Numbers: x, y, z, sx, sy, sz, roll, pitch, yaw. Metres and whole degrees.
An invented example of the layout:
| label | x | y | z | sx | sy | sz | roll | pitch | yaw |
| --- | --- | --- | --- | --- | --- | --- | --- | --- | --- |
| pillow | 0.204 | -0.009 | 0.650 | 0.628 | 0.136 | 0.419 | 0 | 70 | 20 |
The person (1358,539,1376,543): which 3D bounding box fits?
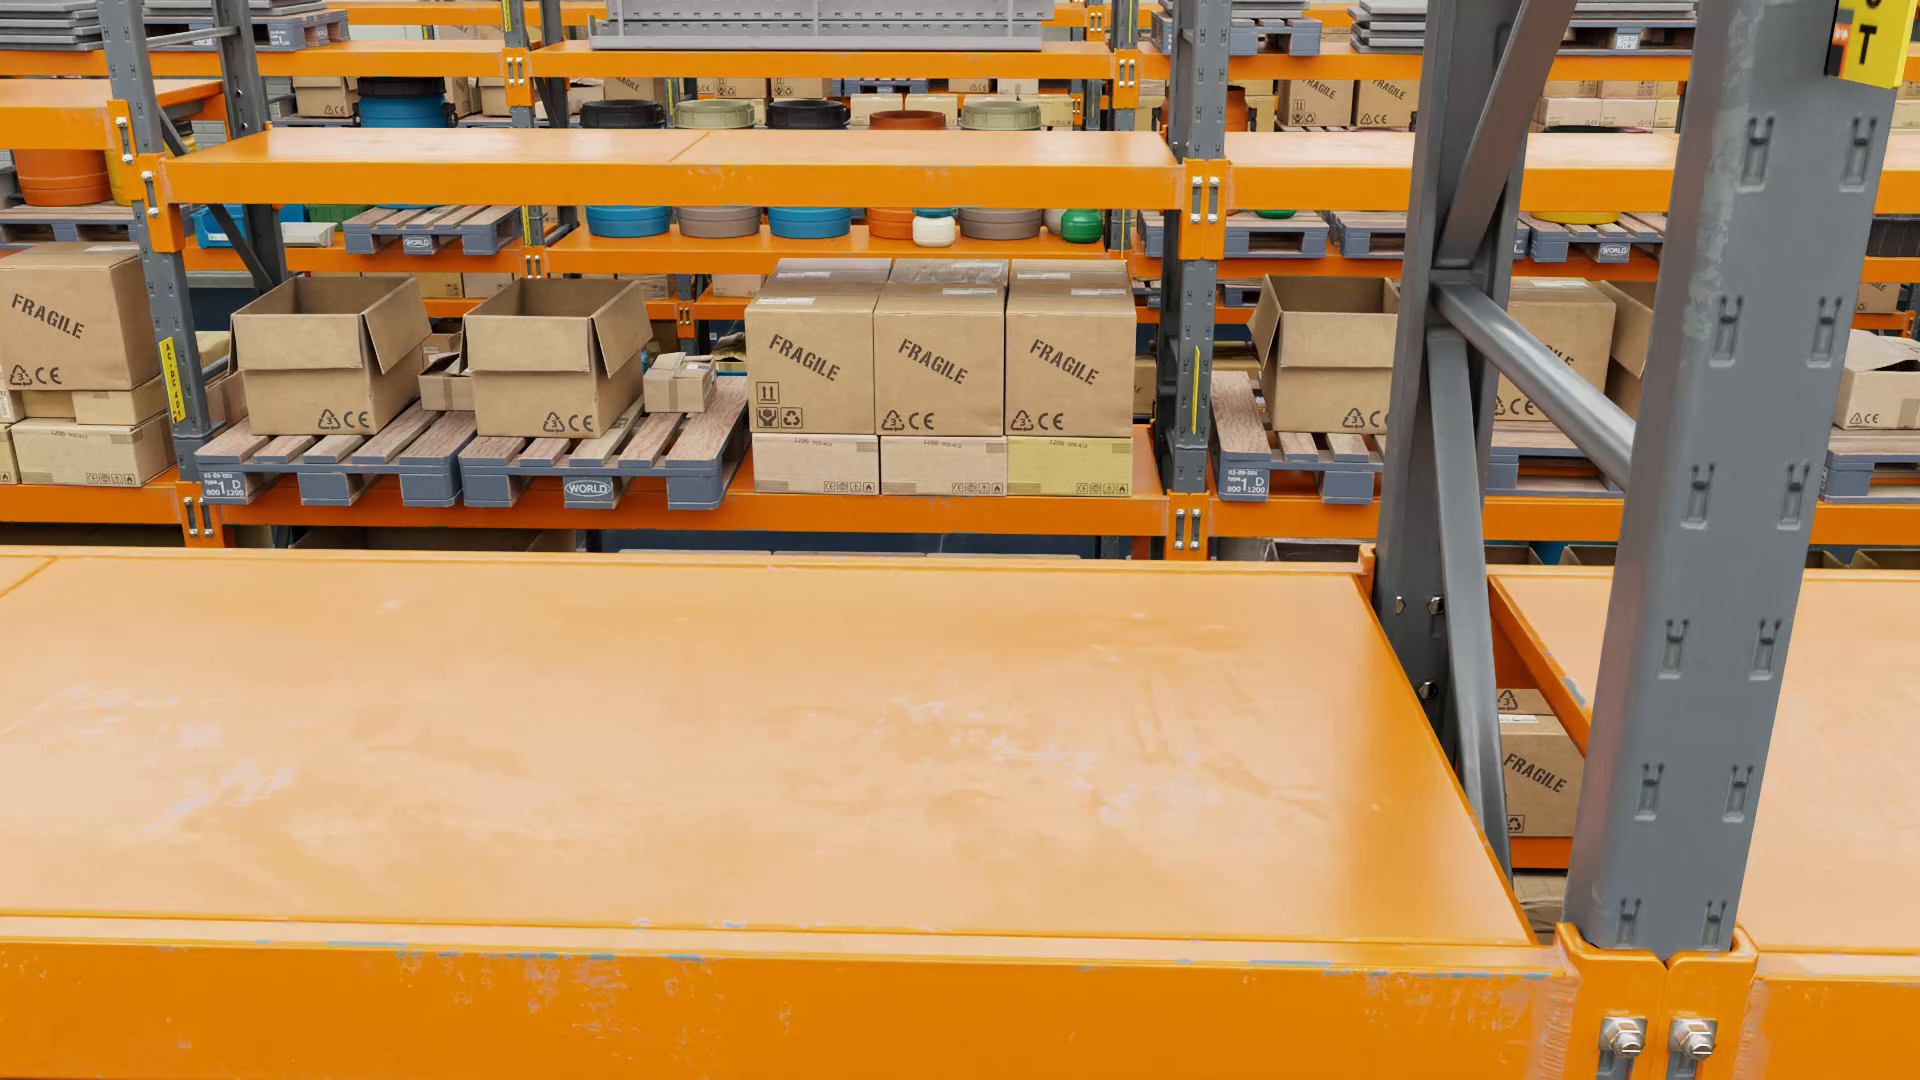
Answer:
| label | x | y | z | sx | sy | sz | roll | pitch | yaw |
| --- | --- | --- | --- | --- | --- | --- | --- | --- | --- |
| person | 2.540 | 0.541 | 10.284 | 0.649 | 1.741 | 0.540 | 8 | 22 | 21 |
